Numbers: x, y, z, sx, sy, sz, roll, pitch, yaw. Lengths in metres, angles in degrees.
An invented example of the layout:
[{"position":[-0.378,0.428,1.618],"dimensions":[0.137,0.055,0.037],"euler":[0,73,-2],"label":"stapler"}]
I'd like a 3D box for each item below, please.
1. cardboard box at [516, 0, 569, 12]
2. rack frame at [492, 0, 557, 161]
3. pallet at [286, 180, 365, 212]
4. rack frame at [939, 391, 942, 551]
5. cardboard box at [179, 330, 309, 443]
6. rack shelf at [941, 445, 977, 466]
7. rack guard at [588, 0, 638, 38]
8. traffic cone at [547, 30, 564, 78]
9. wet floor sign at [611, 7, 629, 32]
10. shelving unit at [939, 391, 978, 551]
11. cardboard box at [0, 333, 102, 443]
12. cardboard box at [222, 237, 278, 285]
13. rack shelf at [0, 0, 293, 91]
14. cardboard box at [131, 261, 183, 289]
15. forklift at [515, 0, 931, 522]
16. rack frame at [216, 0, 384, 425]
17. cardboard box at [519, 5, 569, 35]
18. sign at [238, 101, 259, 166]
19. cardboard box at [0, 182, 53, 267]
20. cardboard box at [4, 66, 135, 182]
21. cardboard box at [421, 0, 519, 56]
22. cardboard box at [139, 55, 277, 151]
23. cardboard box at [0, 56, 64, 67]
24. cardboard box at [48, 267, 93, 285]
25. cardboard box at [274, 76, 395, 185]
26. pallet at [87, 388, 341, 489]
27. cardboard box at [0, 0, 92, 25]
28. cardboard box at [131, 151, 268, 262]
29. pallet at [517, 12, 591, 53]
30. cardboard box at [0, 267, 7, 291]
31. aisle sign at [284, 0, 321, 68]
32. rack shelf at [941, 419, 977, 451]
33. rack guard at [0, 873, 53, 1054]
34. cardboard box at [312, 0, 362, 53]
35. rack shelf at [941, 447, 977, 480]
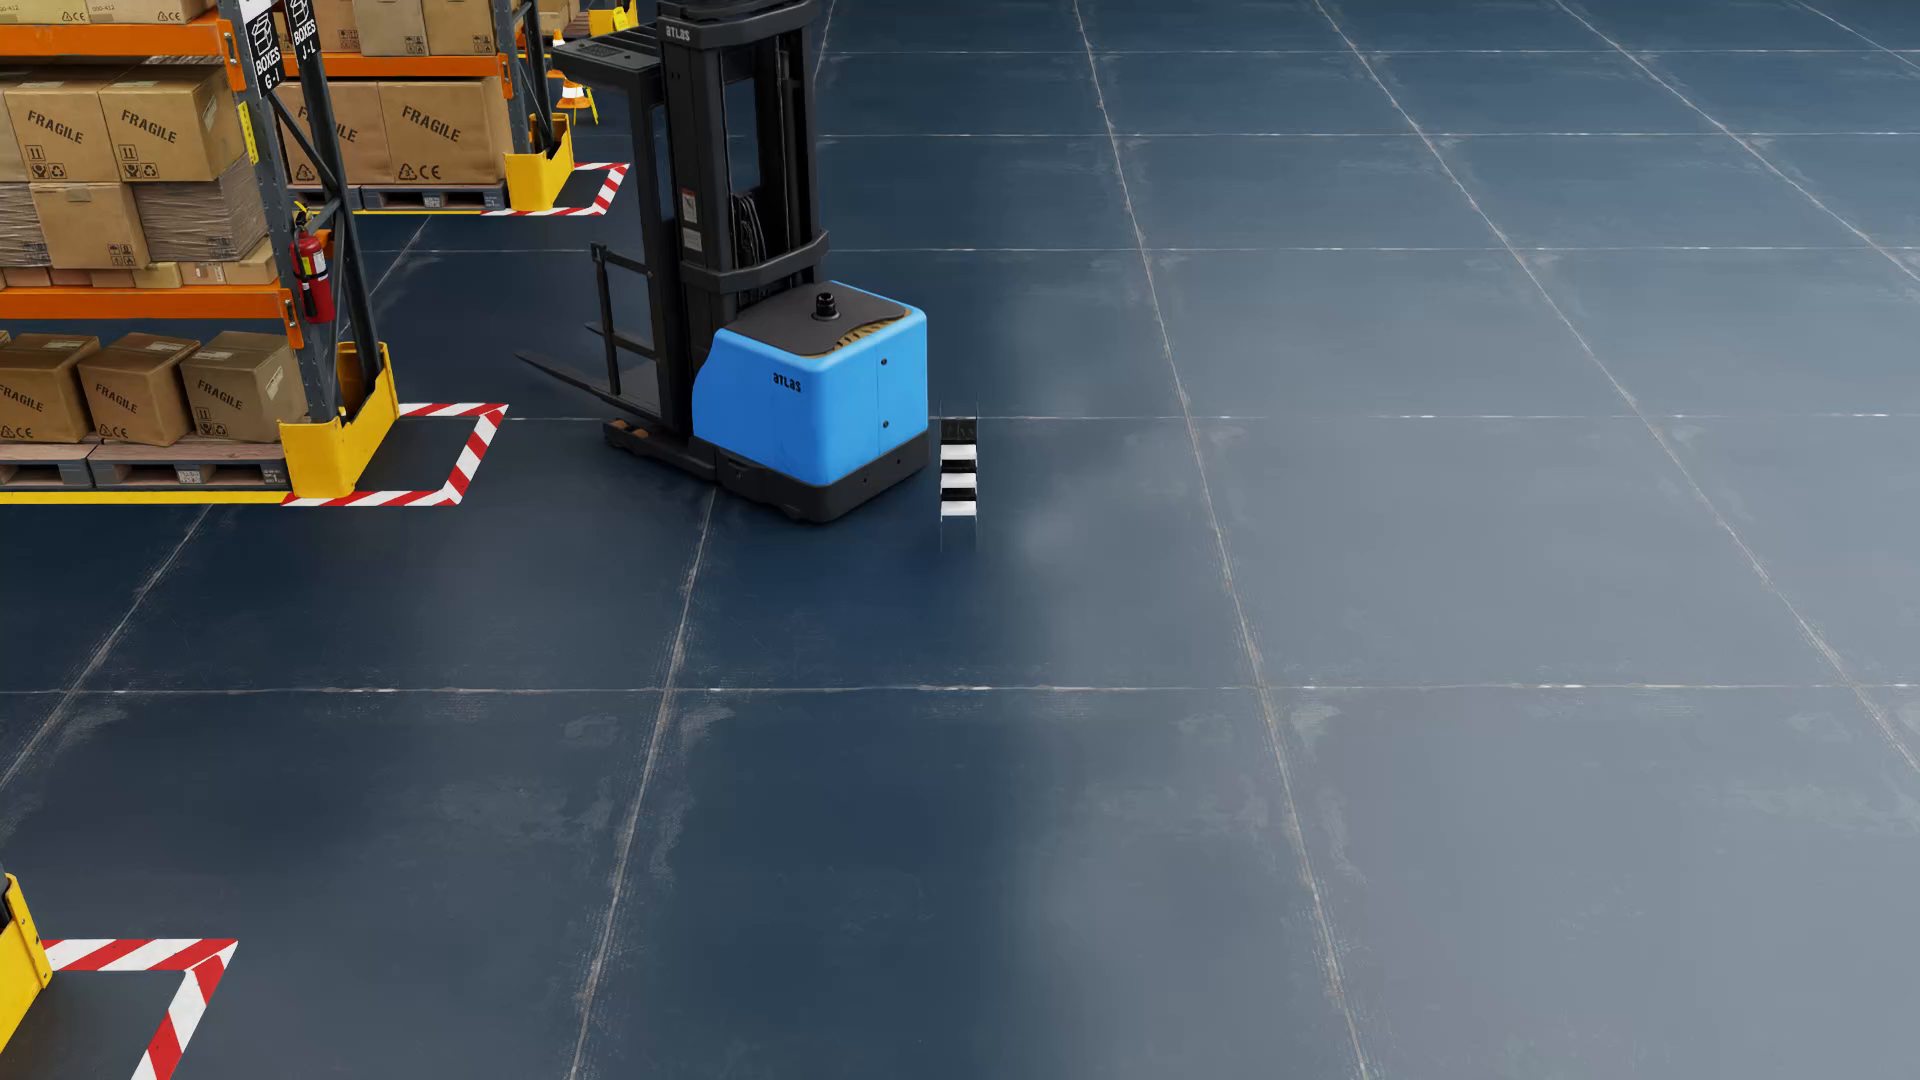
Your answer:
[{"position":[-4.657,-6.164,18.430],"dimensions":[0.500,0.500,0.500],"euler":[0,31,0],"label":"cardboard box"},{"position":[-3.727,-4.410,14.016],"dimensions":[0.127,3.000,1.000],"euler":[0,31,0],"label":"rack frame"},{"position":[-5.743,-3.173,14.665],"dimensions":[1.213,0.211,1.003],"euler":[0,31,0],"label":"pallet"},{"position":[-0.110,-0.384,9.405],"dimensions":[0.006,0.900,0.240],"euler":[0,31,0],"label":"rack frame"},{"position":[-4.423,-0.955,10.326],"dimensions":[0.500,0.500,0.500],"euler":[5,32,9],"label":"cardboard box"},{"position":[-0.008,-0.510,9.330],"dimensions":[0.200,0.077,0.258],"euler":[0,31,0],"label":"rack shelf"},{"position":[-3.934,-5.909,18.896],"dimensions":[0.348,0.500,1.175],"euler":[0,31,0],"label":"rack guard"},{"position":[-4.280,-5.223,17.801],"dimensions":[0.334,0.463,0.336],"euler":[0,31,0],"label":"traffic cone"},{"position":[-3.661,-5.417,17.945],"dimensions":[0.232,0.644,0.267],"euler":[10,33,17],"label":"wet floor sign"},{"position":[-0.008,-0.385,9.406],"dimensions":[0.210,0.900,0.258],"euler":[0,31,0],"label":"shelving unit"},{"position":[-5.646,-0.943,10.307],"dimensions":[0.500,0.500,0.500],"euler":[3,31,4],"label":"cardboard box"},{"position":[-4.082,-1.622,9.663],"dimensions":[0.250,0.149,0.380],"euler":[0,31,0],"label":"cardboard box"},{"position":[-5.798,-2.806,9.174],"dimensions":[4.000,0.370,1.077],"euler":[0,31,0],"label":"rack shelf"},{"position":[-4.582,-1.594,9.617],"dimensions":[0.250,0.149,0.380],"euler":[0,31,0],"label":"cardboard box"},{"position":[-1.645,-1.976,10.070],"dimensions":[3.031,2.935,1.130],"euler":[23,38,33],"label":"forklift"},{"position":[-3.798,-1.837,9.775],"dimensions":[0.127,3.000,1.000],"euler":[0,31,0],"label":"rack frame"},{"position":[-4.689,-5.839,18.618],"dimensions":[0.500,0.250,0.500],"euler":[0,31,-1],"label":"cardboard box"},{"position":[-3.815,-2.179,8.918],"dimensions":[0.005,0.325,0.100],"euler":[0,31,0],"label":"sign"},{"position":[-5.348,-1.977,9.622],"dimensions":[0.500,0.500,0.875],"euler":[0,31,0],"label":"cardboard box"},{"position":[-4.847,-2.300,9.191],"dimensions":[0.500,0.500,0.500],"euler":[0,31,0],"label":"cardboard box"},{"position":[-4.098,-4.450,13.937],"dimensions":[0.550,0.550,0.875],"euler":[0,31,0],"label":"cardboard box"},{"position":[-4.350,-2.574,9.643],"dimensions":[0.500,0.500,0.500],"euler":[0,31,0],"label":"cardboard box"},{"position":[-5.350,-2.574,9.643],"dimensions":[0.500,0.500,0.500],"euler":[0,31,0],"label":"cardboard box"},{"position":[-5.082,-1.622,9.663],"dimensions":[0.250,0.149,0.380],"euler":[0,31,0],"label":"cardboard box"},{"position":[-5.285,-3.641,14.392],"dimensions":[0.875,0.875,0.875],"euler":[-1,31,-1],"label":"cardboard box"},{"position":[-4.687,-0.661,10.524],"dimensions":[1.213,0.211,1.003],"euler":[0,31,0],"label":"pallet"},{"position":[-4.778,-2.919,8.811],"dimensions":[0.500,0.250,0.500],"euler":[0,31,0],"label":"cardboard box"},{"position":[-4.348,-2.020,9.693],"dimensions":[0.500,0.500,0.875],"euler":[0,31,0],"label":"cardboard box"},{"position":[-4.746,-5.801,18.997],"dimensions":[1.213,0.211,1.003],"euler":[0,31,0],"label":"pallet"},{"position":[-5.581,-1.563,9.565],"dimensions":[0.250,0.149,0.380],"euler":[0,31,0],"label":"cardboard box"},{"position":[-3.738,-3.104,9.358],"dimensions":[0.004,0.787,0.394],"euler":[0,31,0],"label":"aisle sign"},{"position":[-0.008,-0.587,9.283],"dimensions":[0.200,0.077,0.258],"euler":[0,31,0],"label":"rack shelf"},{"position":[-3.844,1.825,6.149],"dimensions":[0.348,0.500,1.175],"euler":[0,31,0],"label":"rack guard"},{"position":[-5.208,-4.500,14.020],"dimensions":[0.550,0.550,0.875],"euler":[0,31,0],"label":"cardboard box"},{"position":[-0.008,-0.433,9.376],"dimensions":[0.200,0.077,0.258],"euler":[0,31,0],"label":"rack shelf"}]
